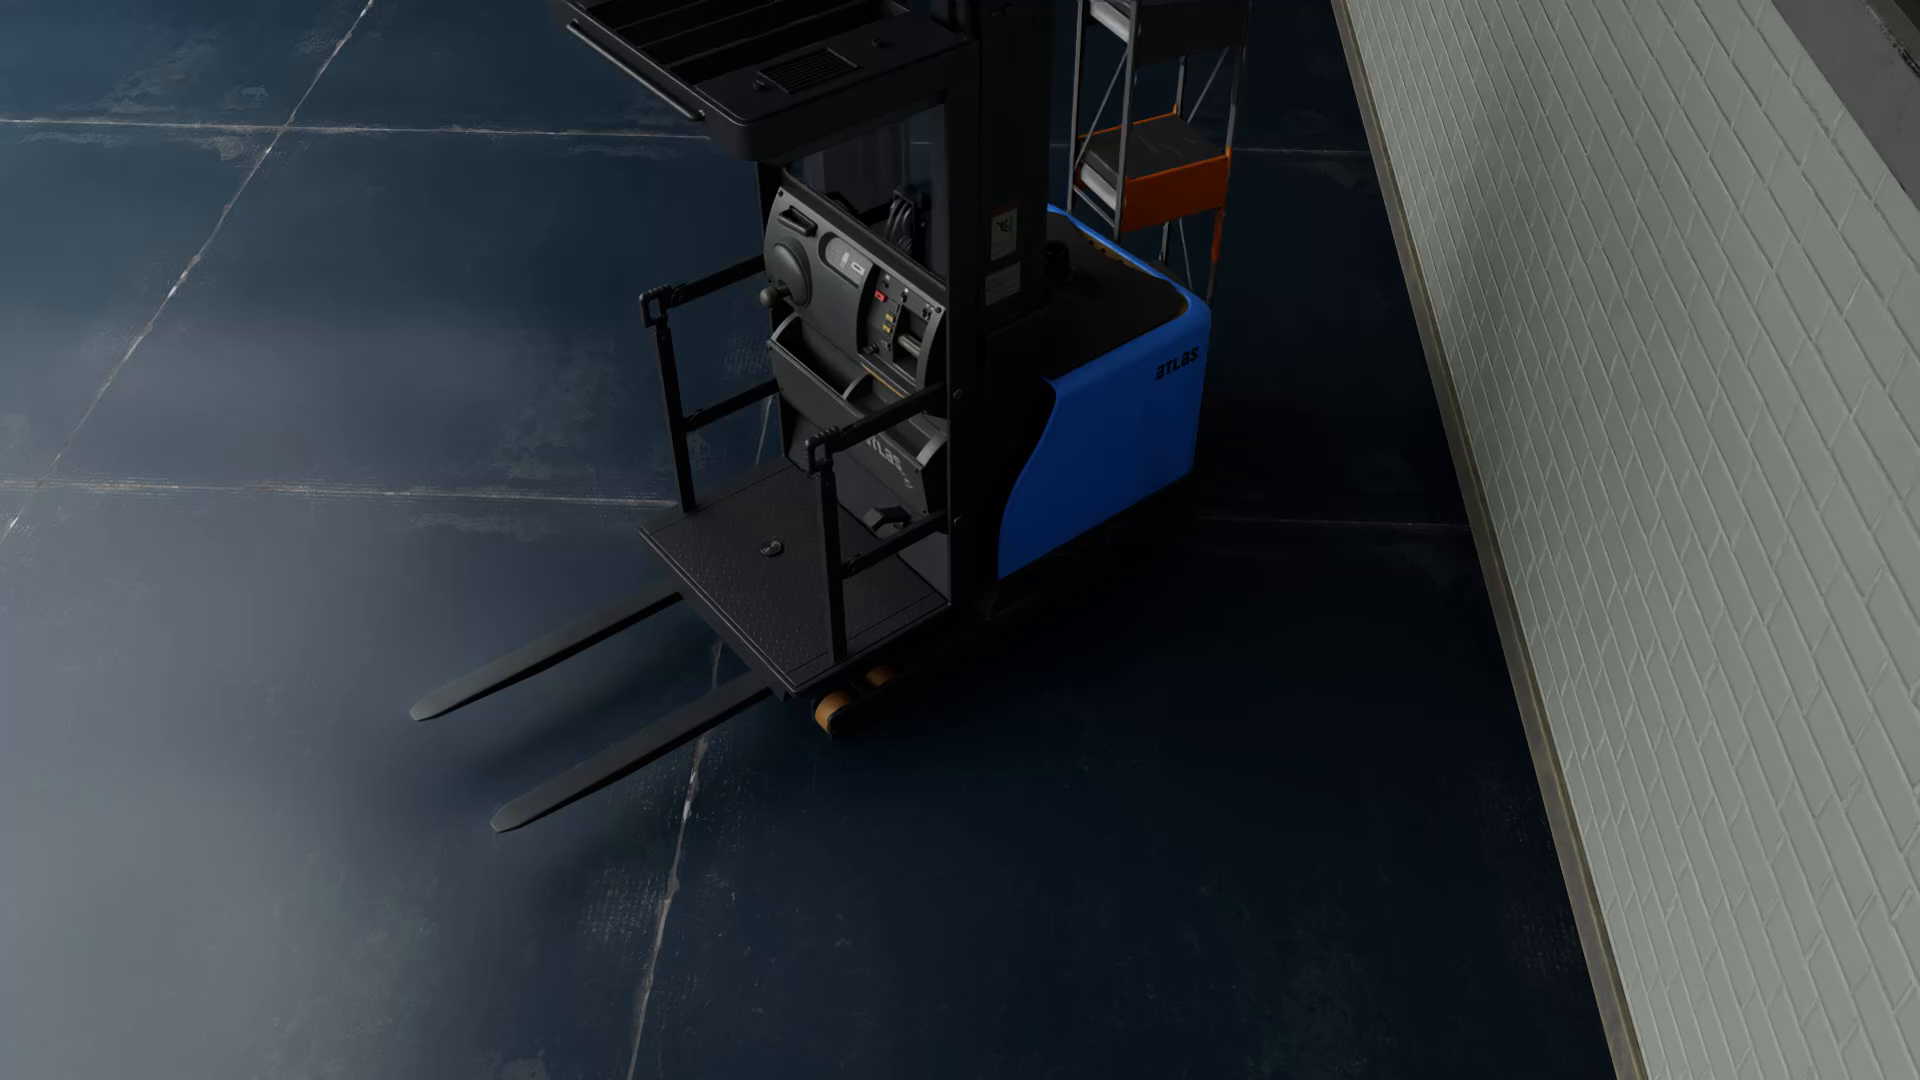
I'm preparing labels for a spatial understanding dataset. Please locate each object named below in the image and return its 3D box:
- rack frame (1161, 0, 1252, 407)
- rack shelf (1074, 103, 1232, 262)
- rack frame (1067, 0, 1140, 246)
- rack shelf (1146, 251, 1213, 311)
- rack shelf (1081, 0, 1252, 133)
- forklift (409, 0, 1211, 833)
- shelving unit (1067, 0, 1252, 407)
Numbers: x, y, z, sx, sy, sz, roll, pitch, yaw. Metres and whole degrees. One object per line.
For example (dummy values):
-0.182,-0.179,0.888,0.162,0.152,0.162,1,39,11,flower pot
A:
0.972,-1.470,6.785,0.015,2.100,0.400,-19,46,-19,rack frame
0.754,-1.387,6.713,0.480,0.518,0.431,-19,46,-19,rack shelf
0.535,-1.324,6.623,0.015,2.100,0.400,-19,46,-19,rack frame
0.751,-0.870,7.185,0.480,0.518,0.431,-19,46,-19,rack shelf
0.756,-1.905,6.242,0.480,0.518,0.431,-19,46,-19,rack shelf
-0.525,-0.778,5.435,3.031,2.935,1.130,-28,50,-27,forklift
0.754,-1.397,6.704,0.503,2.100,0.431,-19,46,-19,shelving unit
